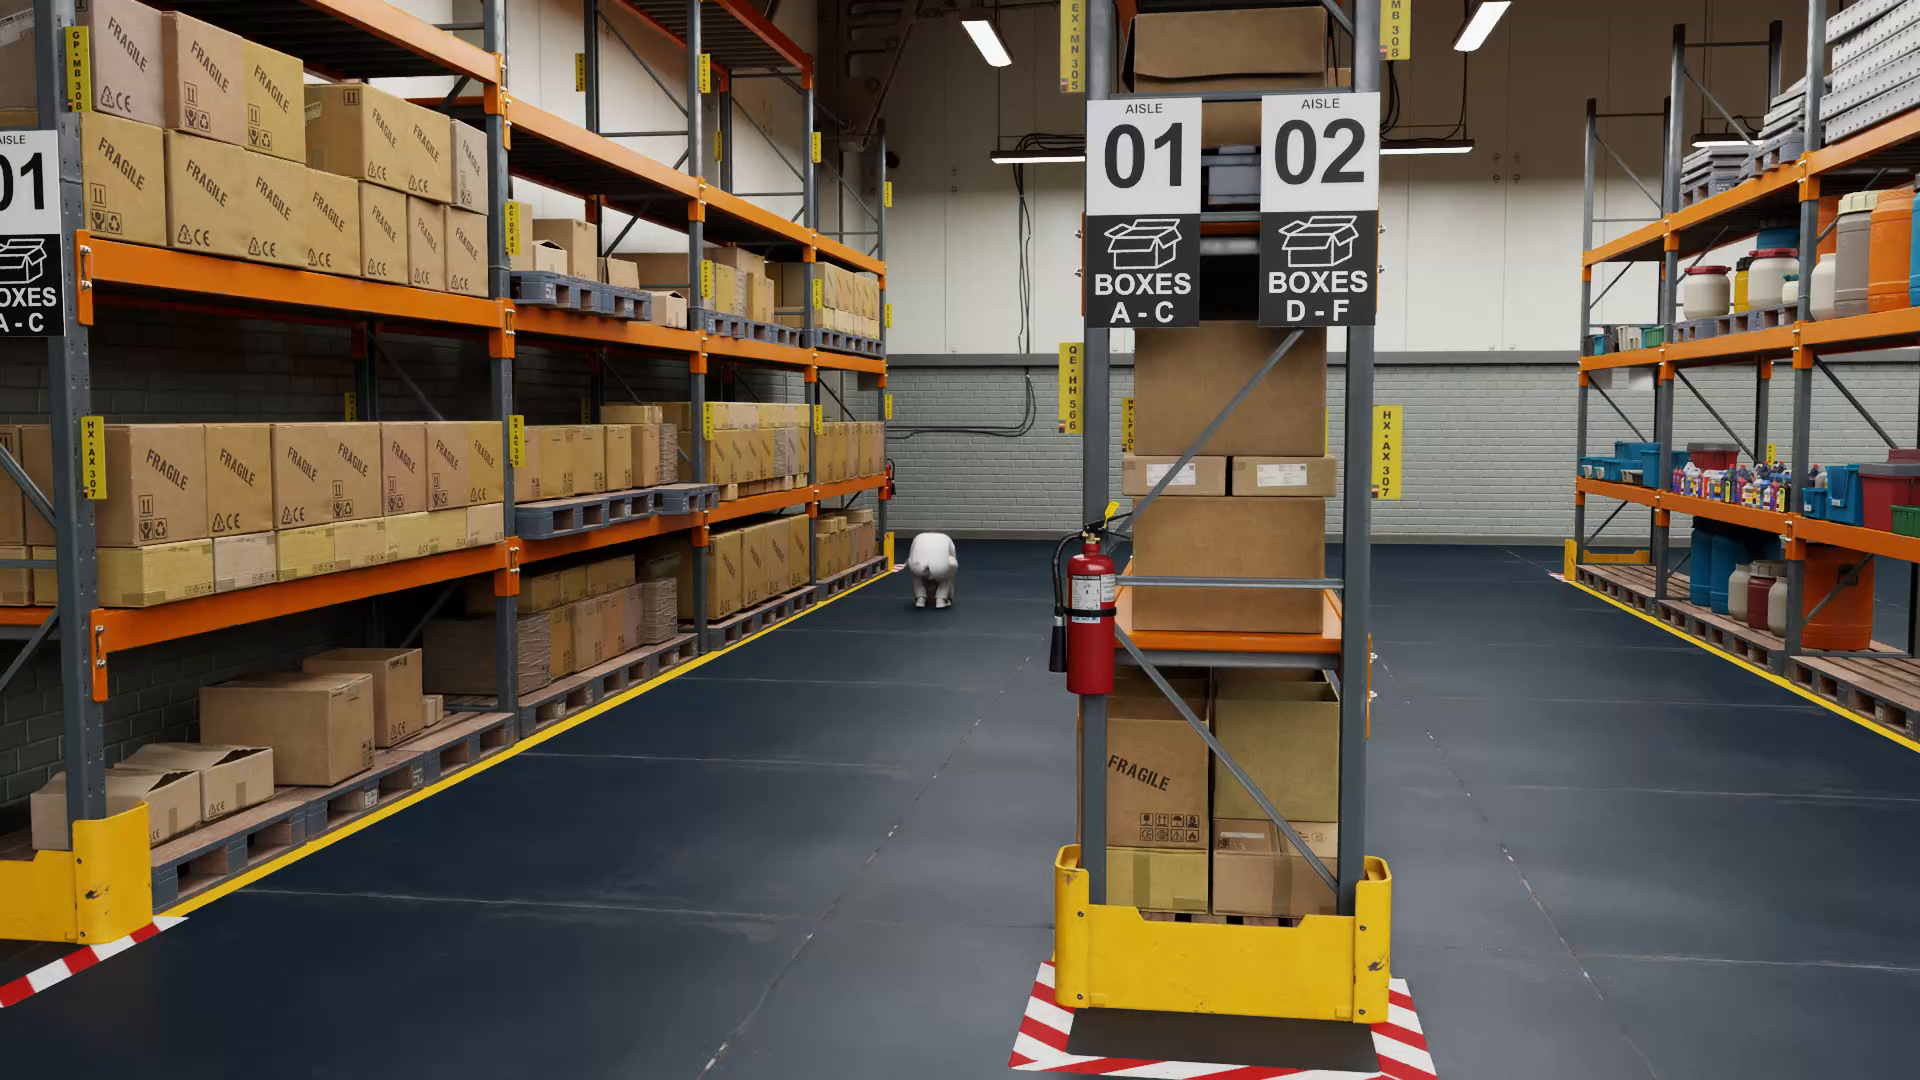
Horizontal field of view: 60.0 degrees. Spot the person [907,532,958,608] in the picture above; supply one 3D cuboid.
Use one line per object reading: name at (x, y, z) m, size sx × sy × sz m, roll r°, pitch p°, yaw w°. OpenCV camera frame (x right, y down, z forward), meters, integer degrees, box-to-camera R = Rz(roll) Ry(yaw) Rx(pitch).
person at (-0.294, 0.336, 18.299) m, size 0.570 × 0.810 × 0.933 m, roll 1°, pitch 4°, yaw 7°
